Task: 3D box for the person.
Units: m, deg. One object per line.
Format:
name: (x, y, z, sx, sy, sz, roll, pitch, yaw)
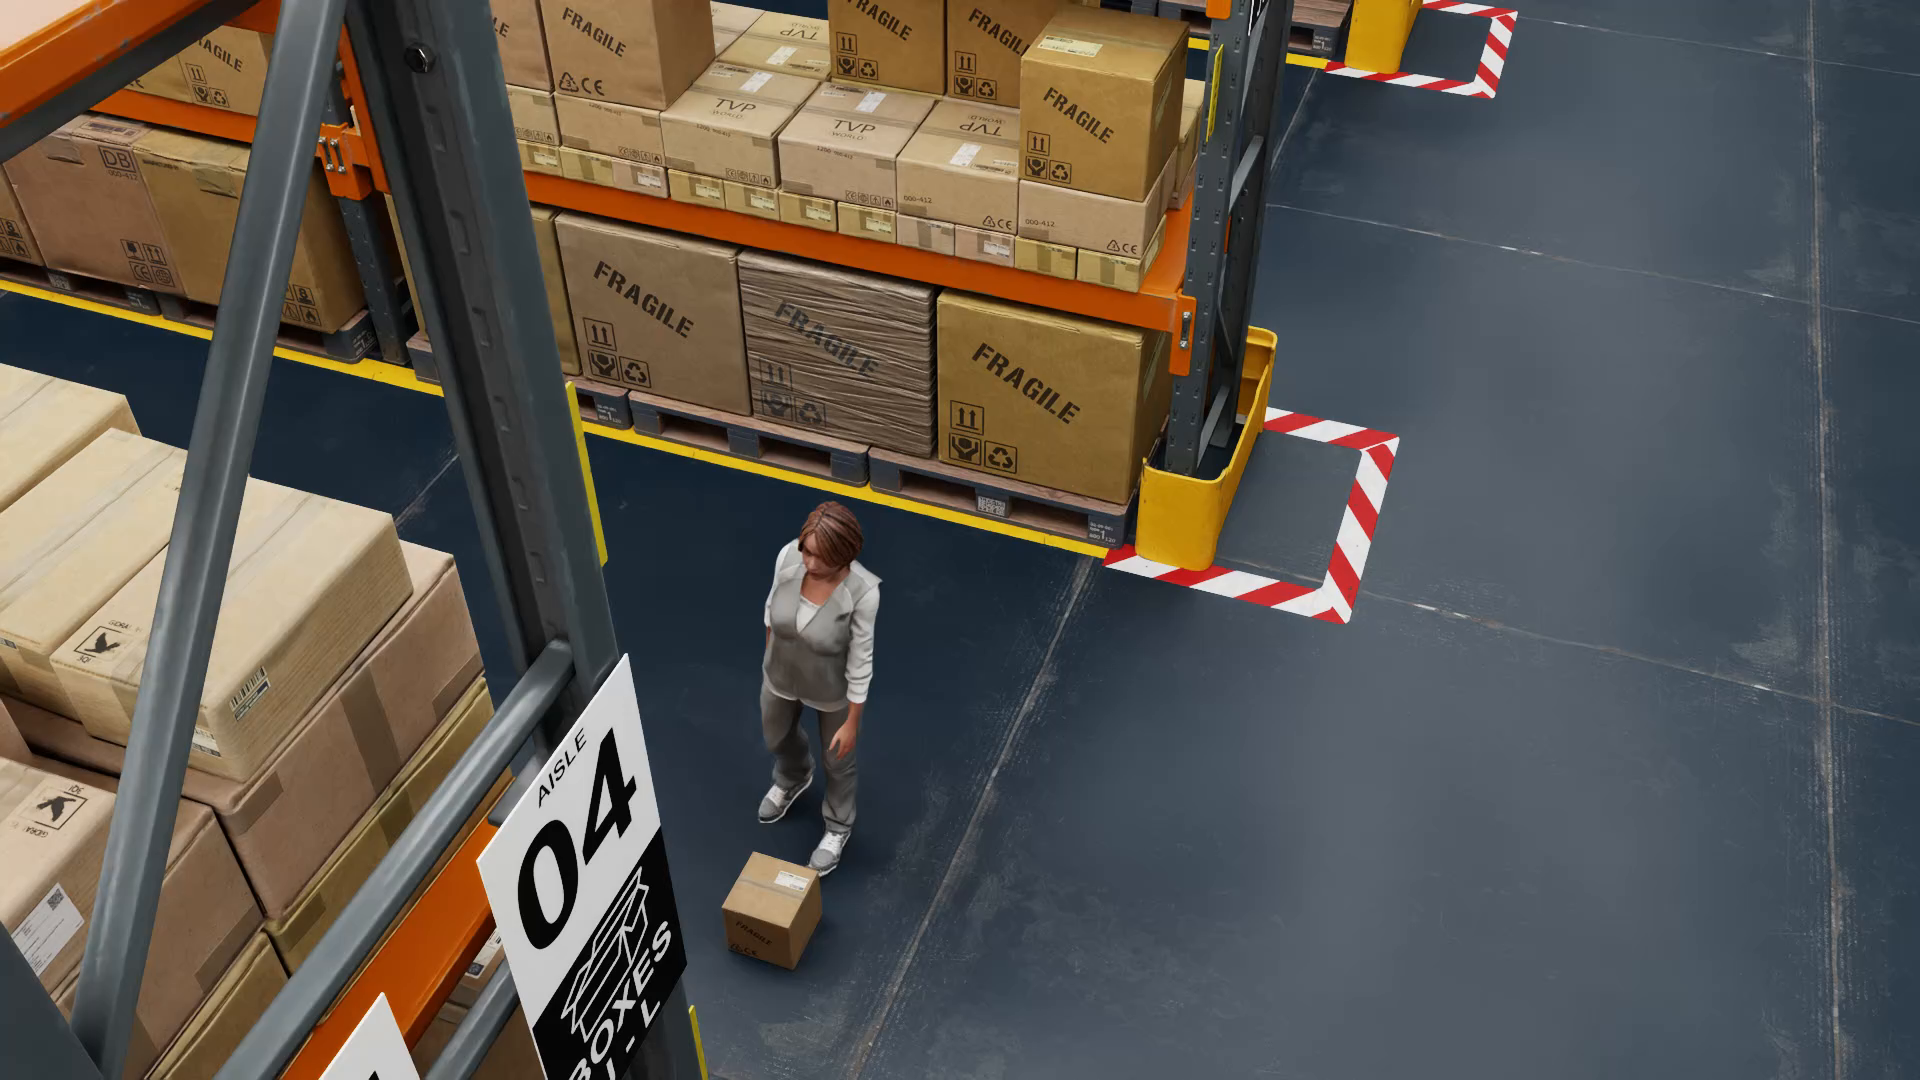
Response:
person: (-0.513, 0.582, 5.689, 0.523, 1.391, 0.405, 13, 44, 14)
